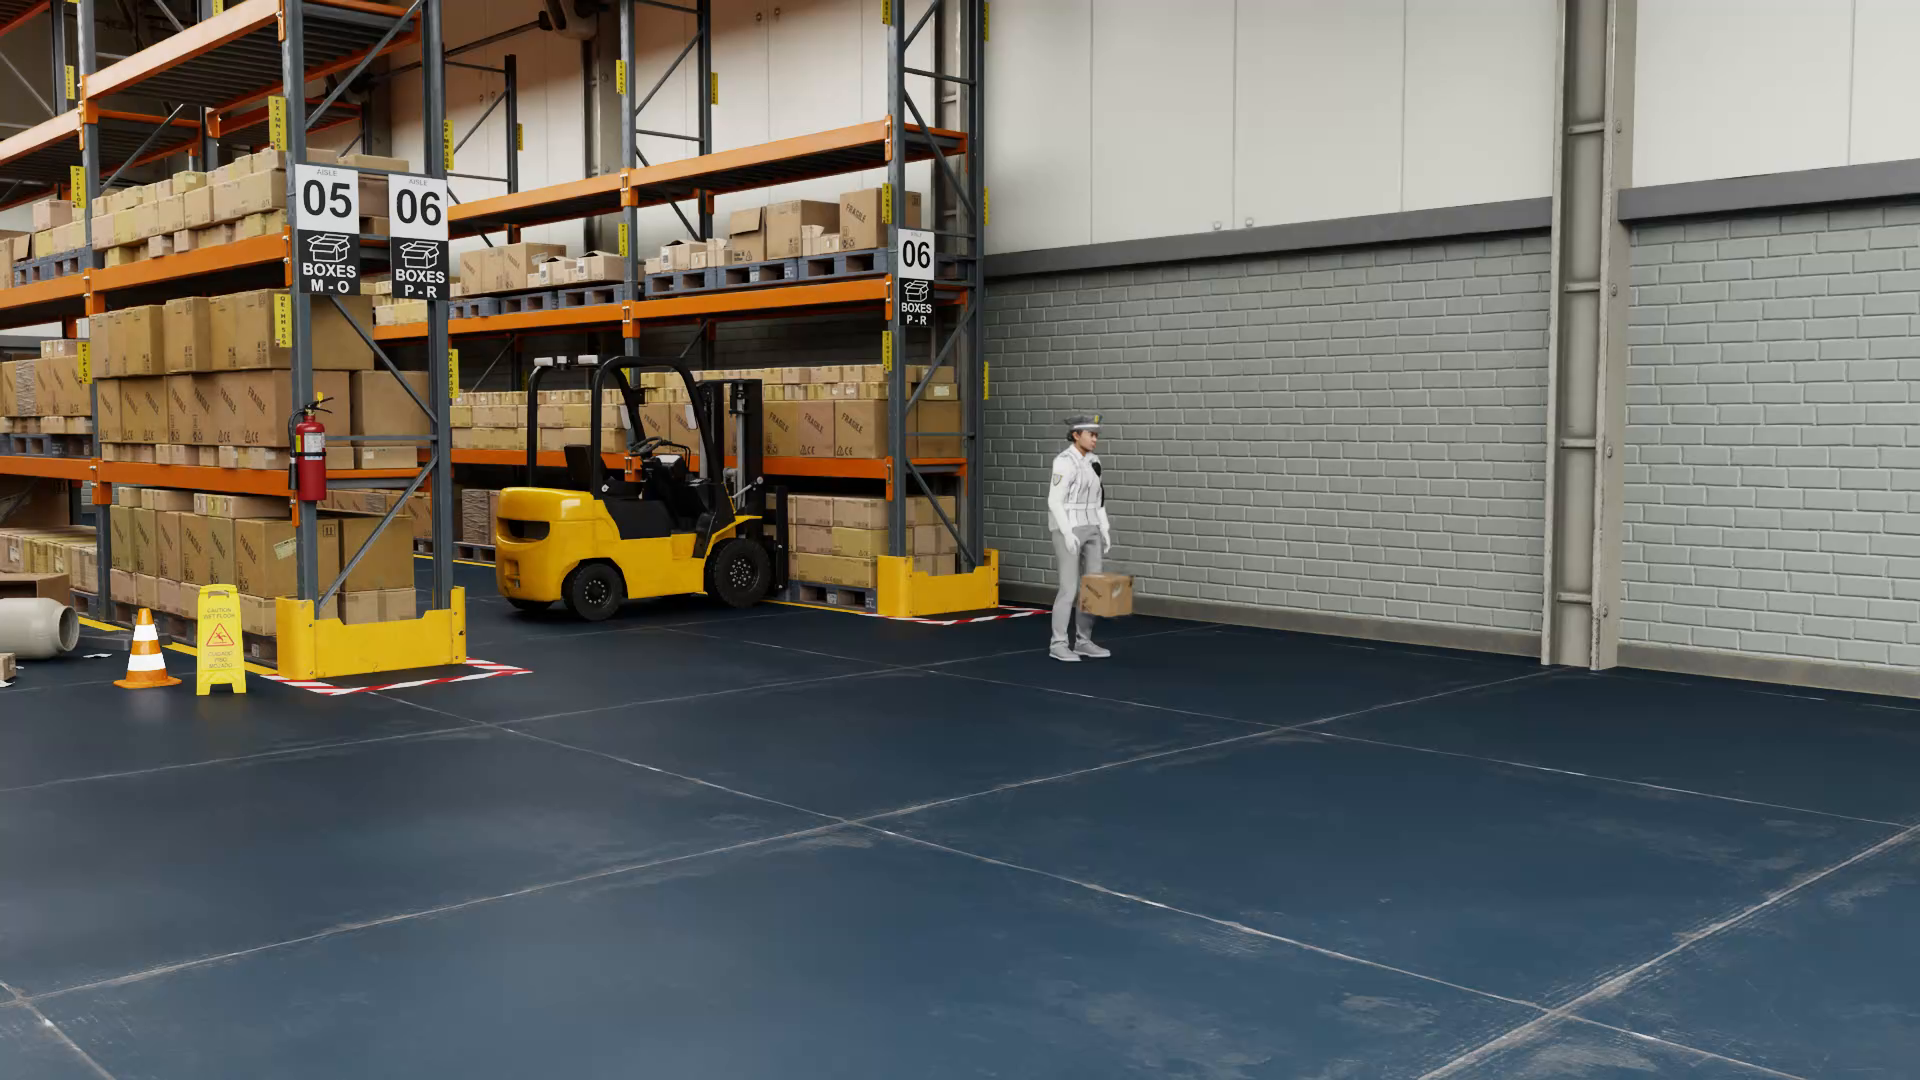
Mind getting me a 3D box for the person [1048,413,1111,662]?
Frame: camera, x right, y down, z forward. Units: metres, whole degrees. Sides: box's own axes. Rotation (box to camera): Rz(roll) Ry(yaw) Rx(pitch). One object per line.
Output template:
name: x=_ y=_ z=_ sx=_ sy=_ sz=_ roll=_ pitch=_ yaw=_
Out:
person: x=0.809 y=-0.027 z=11.351 sx=0.361 sy=1.671 sz=0.509 roll=4 pitch=6 yaw=44
